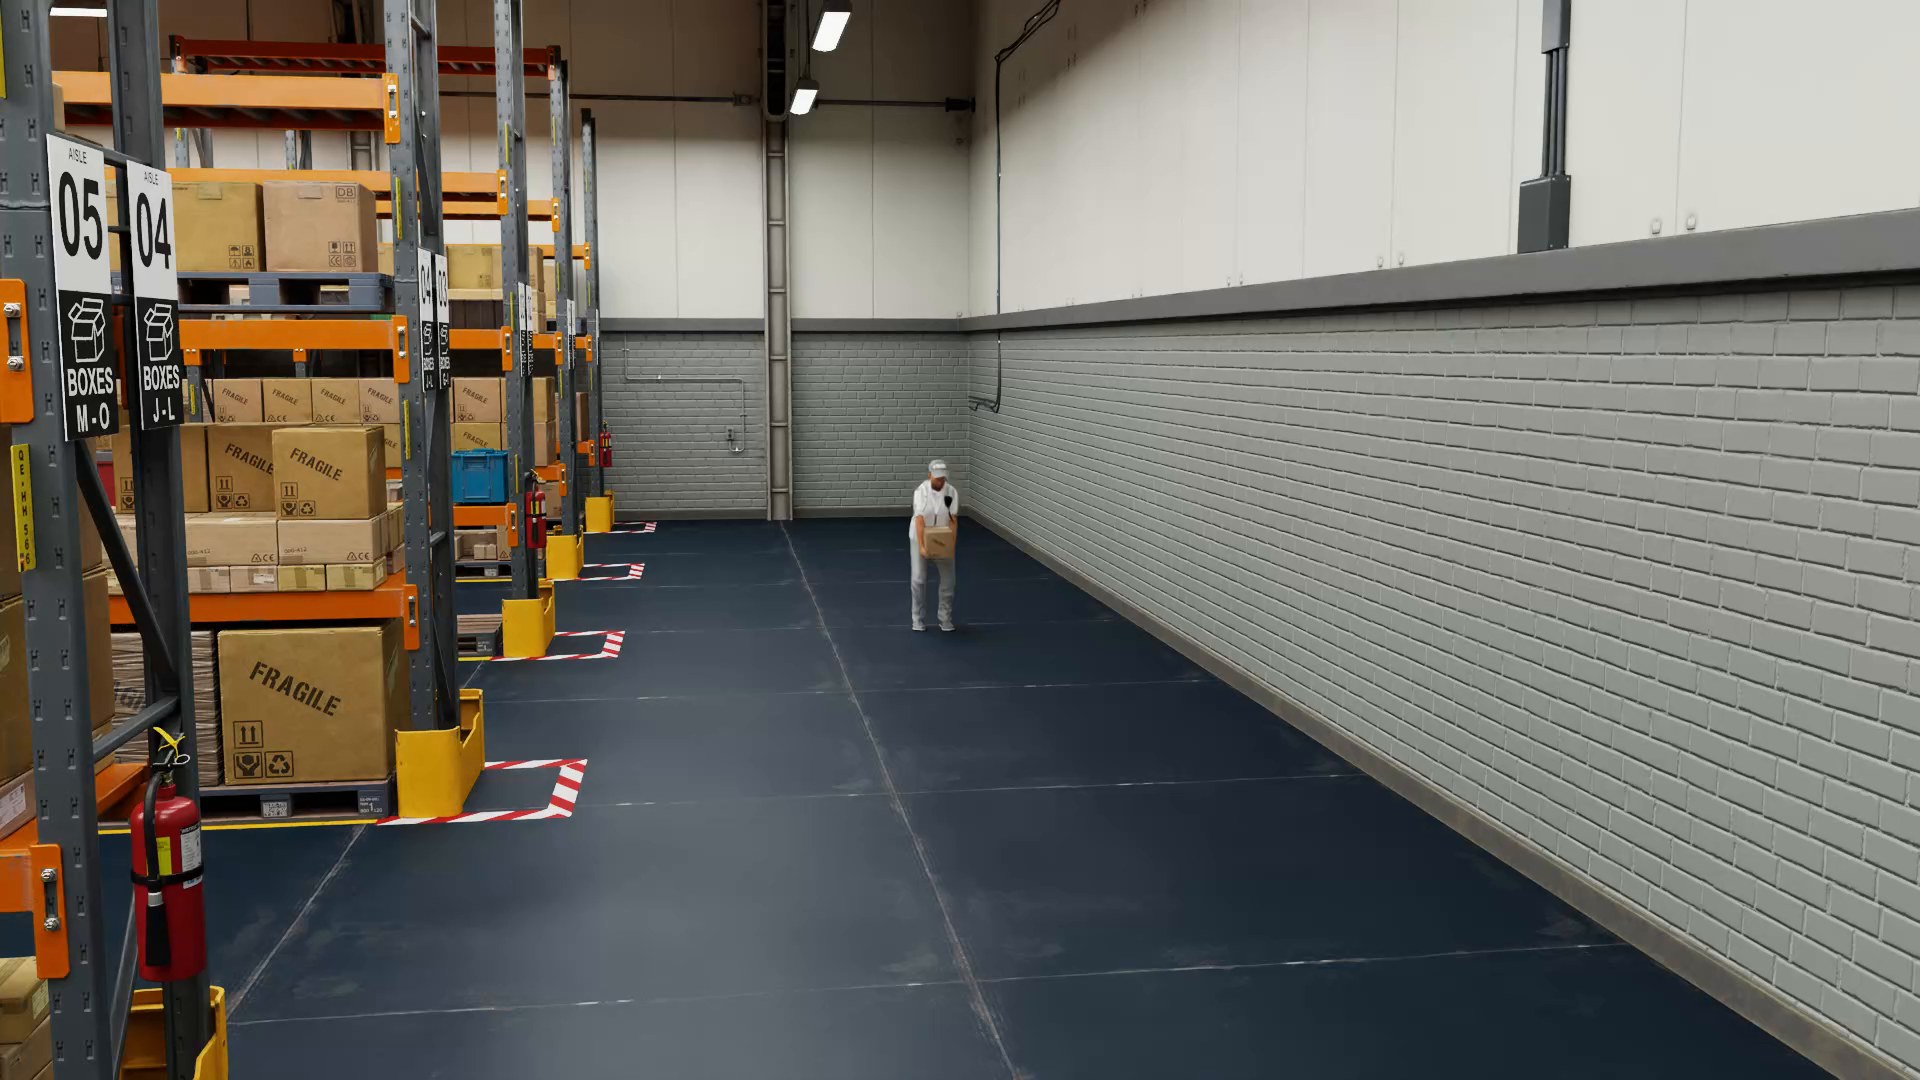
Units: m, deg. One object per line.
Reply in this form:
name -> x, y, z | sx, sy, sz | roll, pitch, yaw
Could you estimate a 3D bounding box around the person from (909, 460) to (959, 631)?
person -> -0.237, 0.047, 15.646 | 0.452, 1.623, 0.583 | -1, 7, -10
